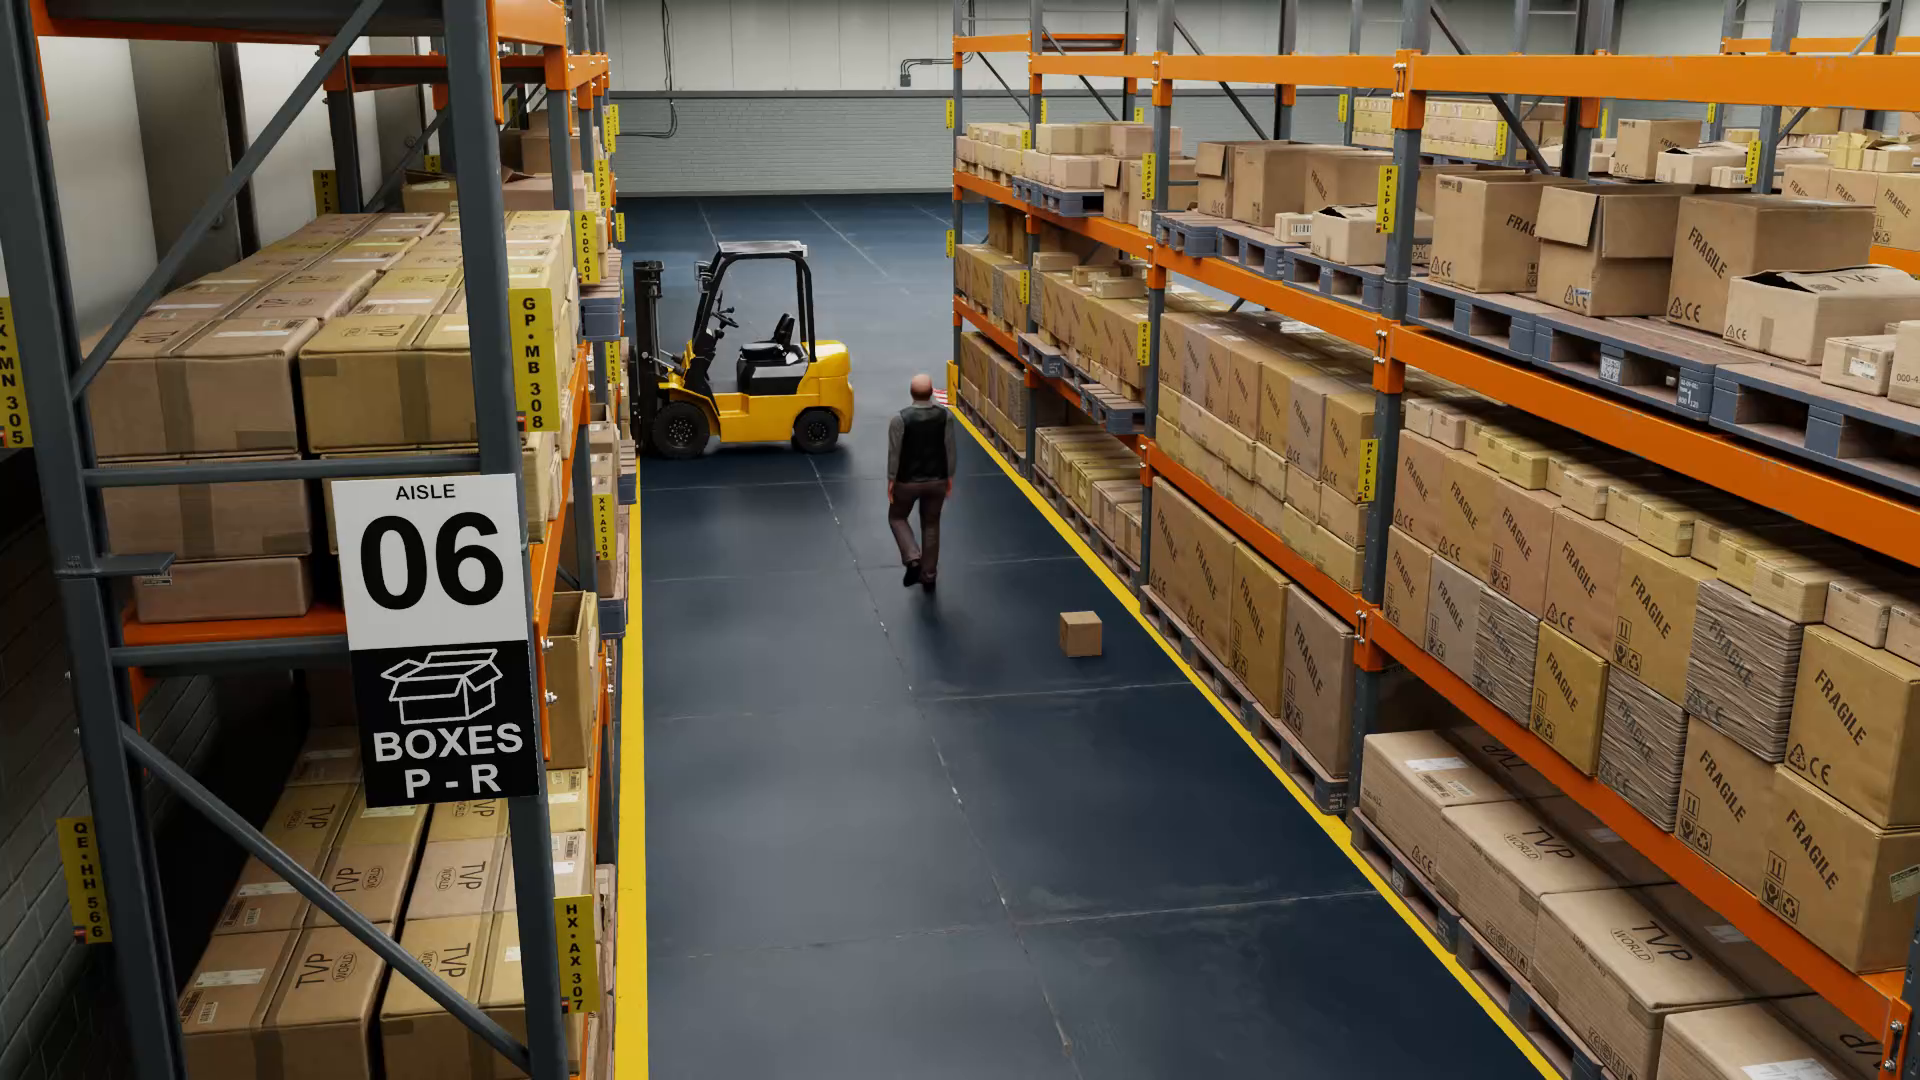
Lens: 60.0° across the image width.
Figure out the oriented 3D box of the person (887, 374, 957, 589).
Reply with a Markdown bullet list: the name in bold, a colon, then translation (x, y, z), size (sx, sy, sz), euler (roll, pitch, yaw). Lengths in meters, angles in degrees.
- **person**: translation (-0.311, -0.467, 13.087), size (0.565, 1.714, 0.463), euler (-4, 17, -14)
